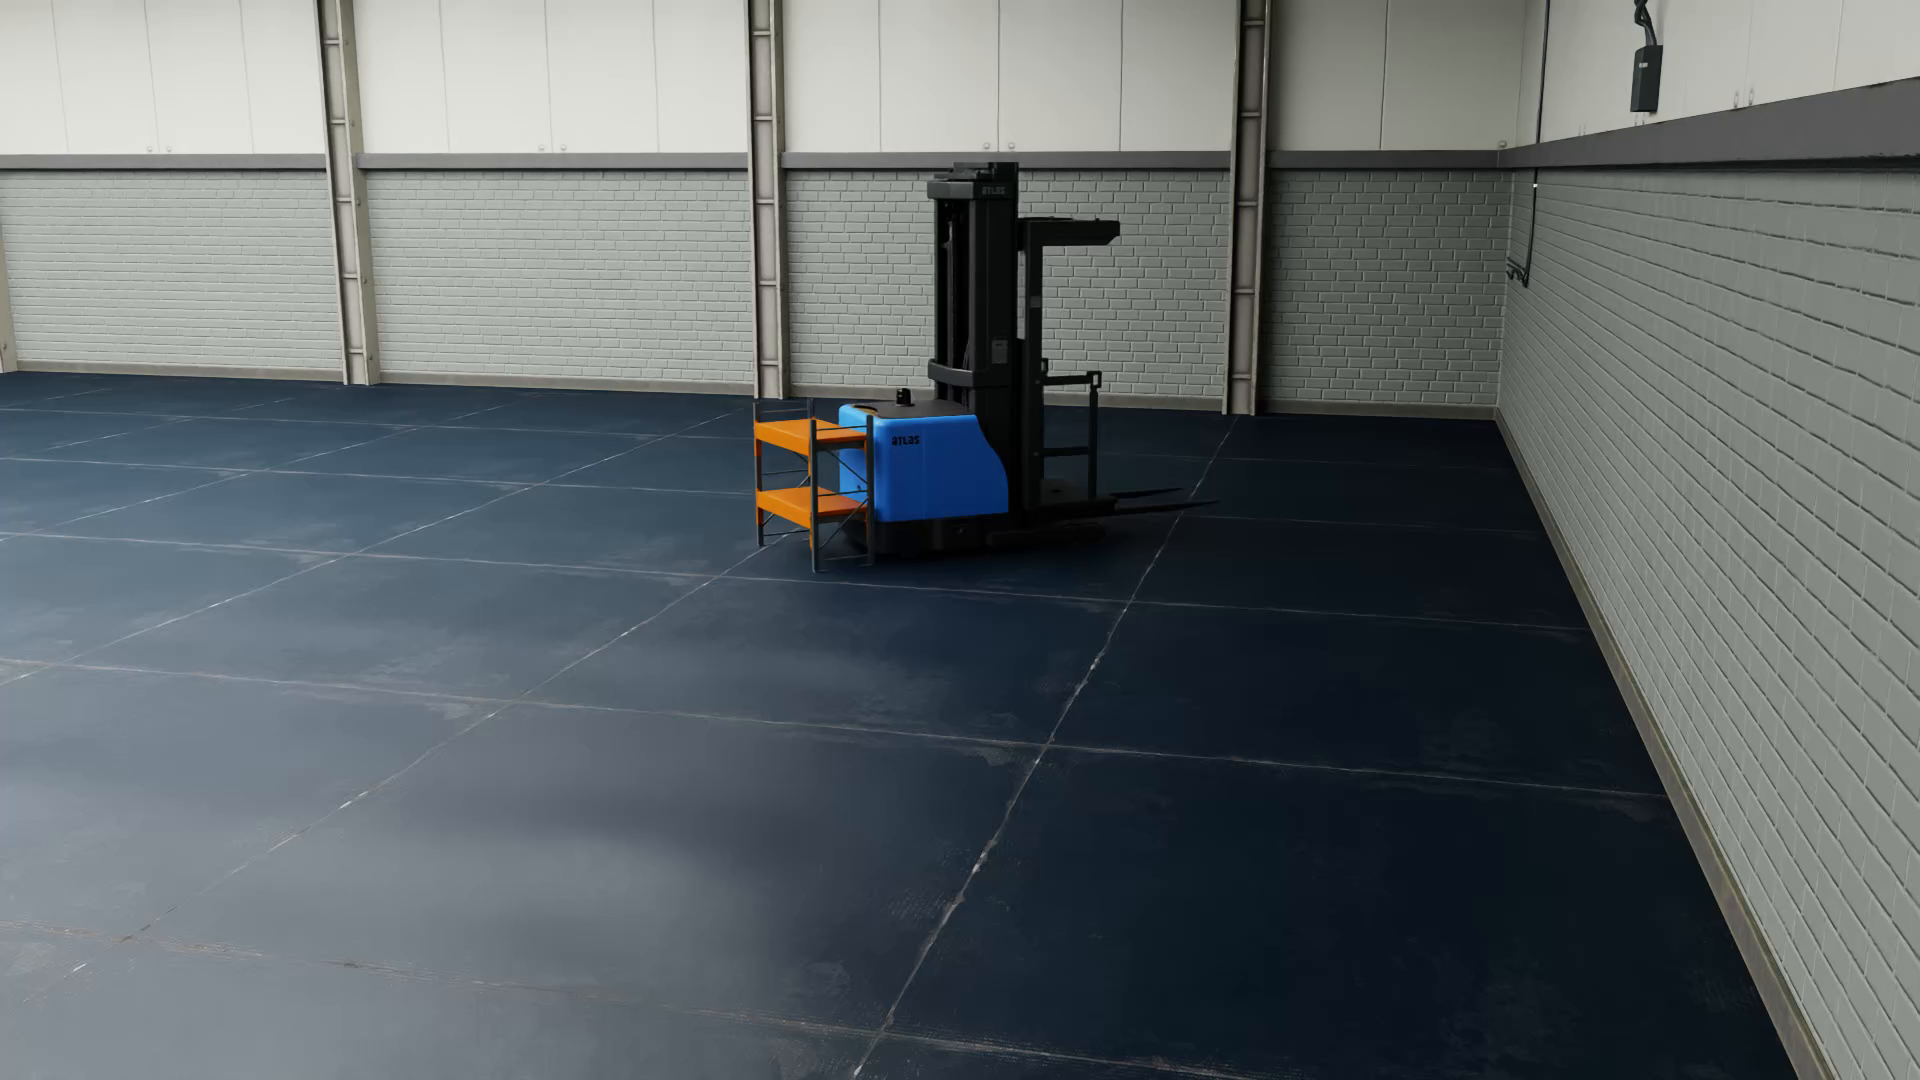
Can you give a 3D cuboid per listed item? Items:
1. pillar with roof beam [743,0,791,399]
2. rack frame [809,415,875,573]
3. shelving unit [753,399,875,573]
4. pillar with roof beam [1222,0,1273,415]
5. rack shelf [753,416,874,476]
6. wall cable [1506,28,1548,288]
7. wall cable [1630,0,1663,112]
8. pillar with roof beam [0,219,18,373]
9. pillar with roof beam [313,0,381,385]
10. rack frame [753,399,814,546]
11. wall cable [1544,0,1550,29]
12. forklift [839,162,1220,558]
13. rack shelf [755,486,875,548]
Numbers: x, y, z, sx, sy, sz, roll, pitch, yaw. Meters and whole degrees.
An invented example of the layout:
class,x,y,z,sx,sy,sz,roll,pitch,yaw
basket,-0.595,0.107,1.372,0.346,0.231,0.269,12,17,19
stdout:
class,x,y,z,sx,sy,sz,roll,pitch,yaw
pillar with roof beam,-3.463,-5.341,16.530,0.400,9.000,9.100,3,13,14
rack frame,-0.858,-0.339,12.164,0.500,1.125,0.032,-7,14,-29
shelving unit,-1.113,-0.434,12.593,0.538,1.125,1.048,-7,14,-29
pillar with roof beam,2.362,-5.029,15.127,0.400,9.000,9.100,3,13,14
rack shelf,-1.113,-0.720,12.530,0.538,0.278,1.000,-7,14,-29
wall cable,5.937,-3.988,17.601,0.112,2.526,3.097,3,13,14
wall cable,3.647,-5.168,7.902,0.169,6.003,2.305,3,13,14
pillar with roof beam,-15.113,-5.964,19.337,0.400,9.000,9.100,3,13,14
pillar with roof beam,-9.288,-5.652,17.934,0.400,9.000,9.100,3,13,14
rack frame,-1.368,-0.529,13.023,0.500,1.125,0.032,-7,14,-29
wall cable,5.289,-5.885,14.490,0.112,2.526,3.097,3,13,14
forklift,0.604,-1.478,13.127,3.031,2.935,1.130,-5,13,-21
rack shelf,-1.113,-0.195,12.646,0.538,0.278,1.000,-7,14,-29
